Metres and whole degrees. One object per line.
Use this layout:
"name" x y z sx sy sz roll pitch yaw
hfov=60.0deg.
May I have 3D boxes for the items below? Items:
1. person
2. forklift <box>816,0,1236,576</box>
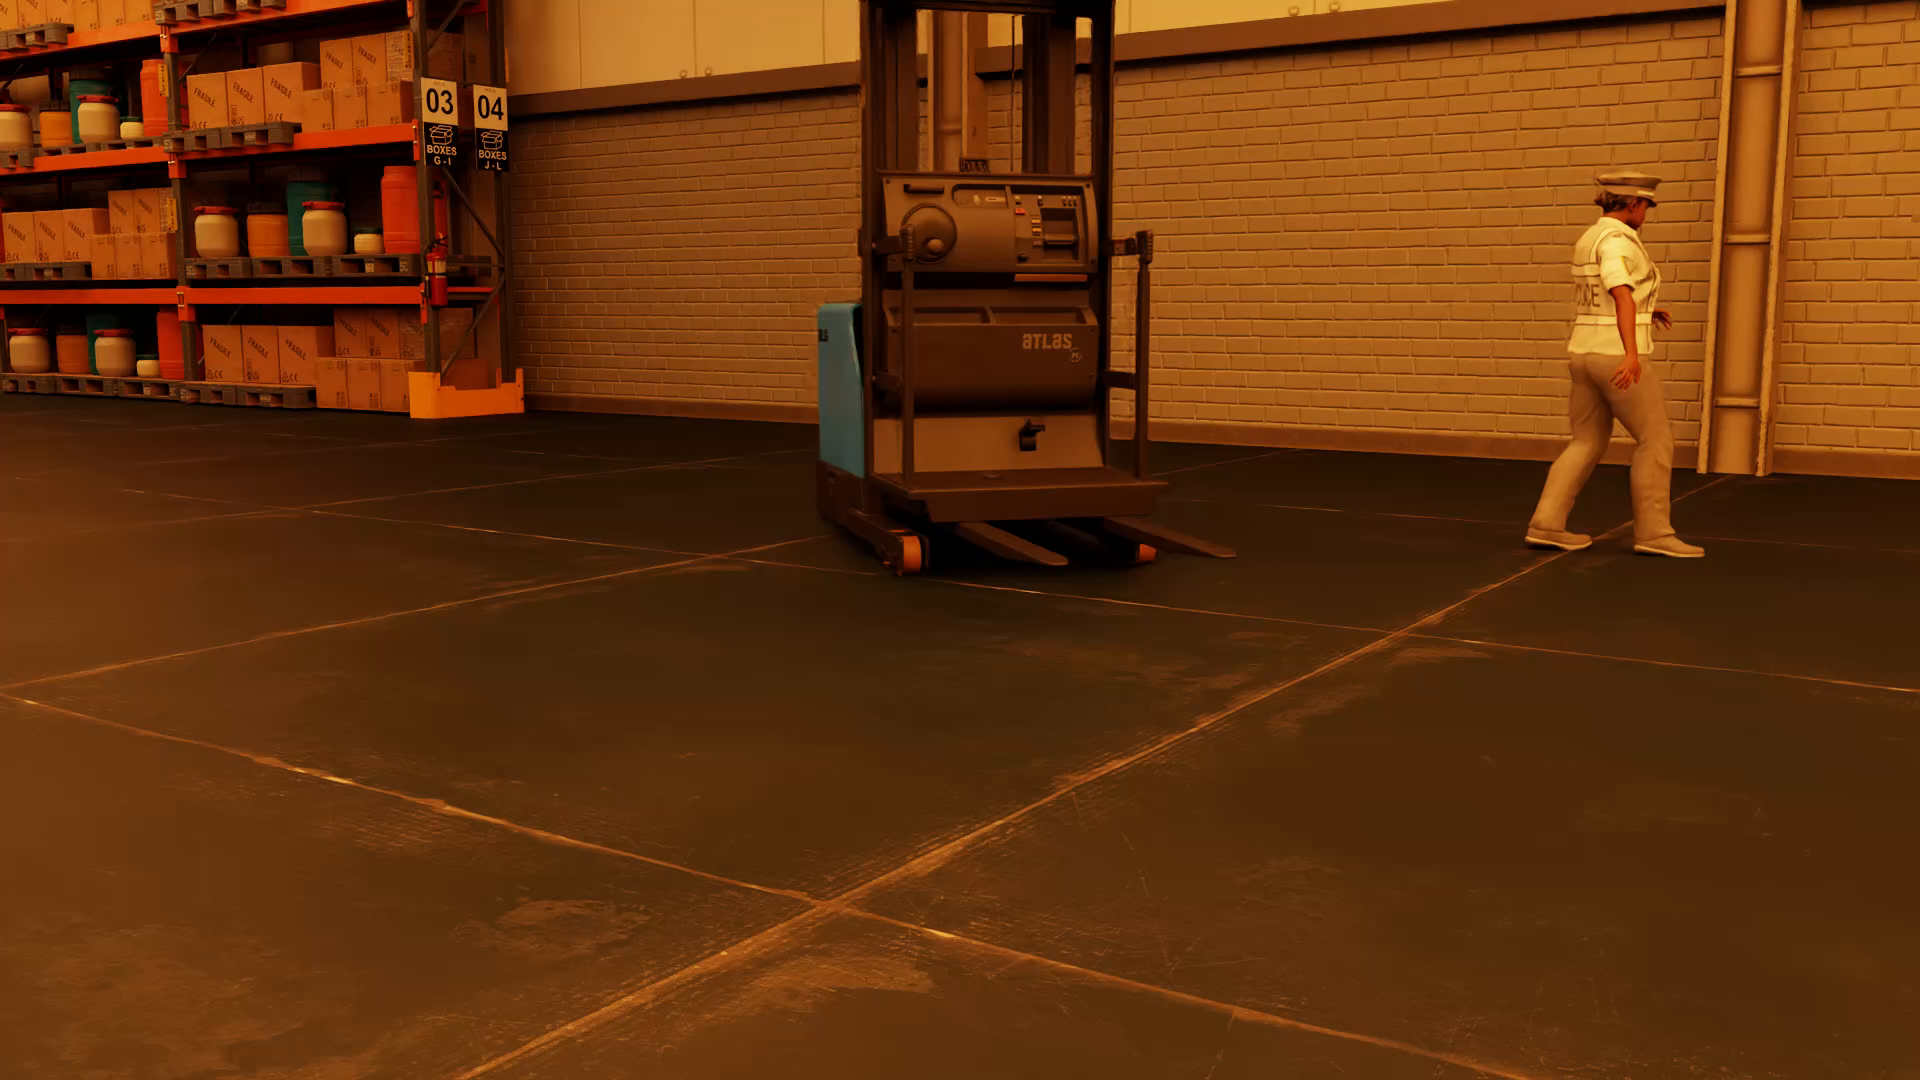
"person" 2.860 -0.744 7.107 0.730 1.640 0.892 0 8 -2
"forklift" 0.194 -1.367 6.809 1.130 2.935 3.031 -2 8 -16
